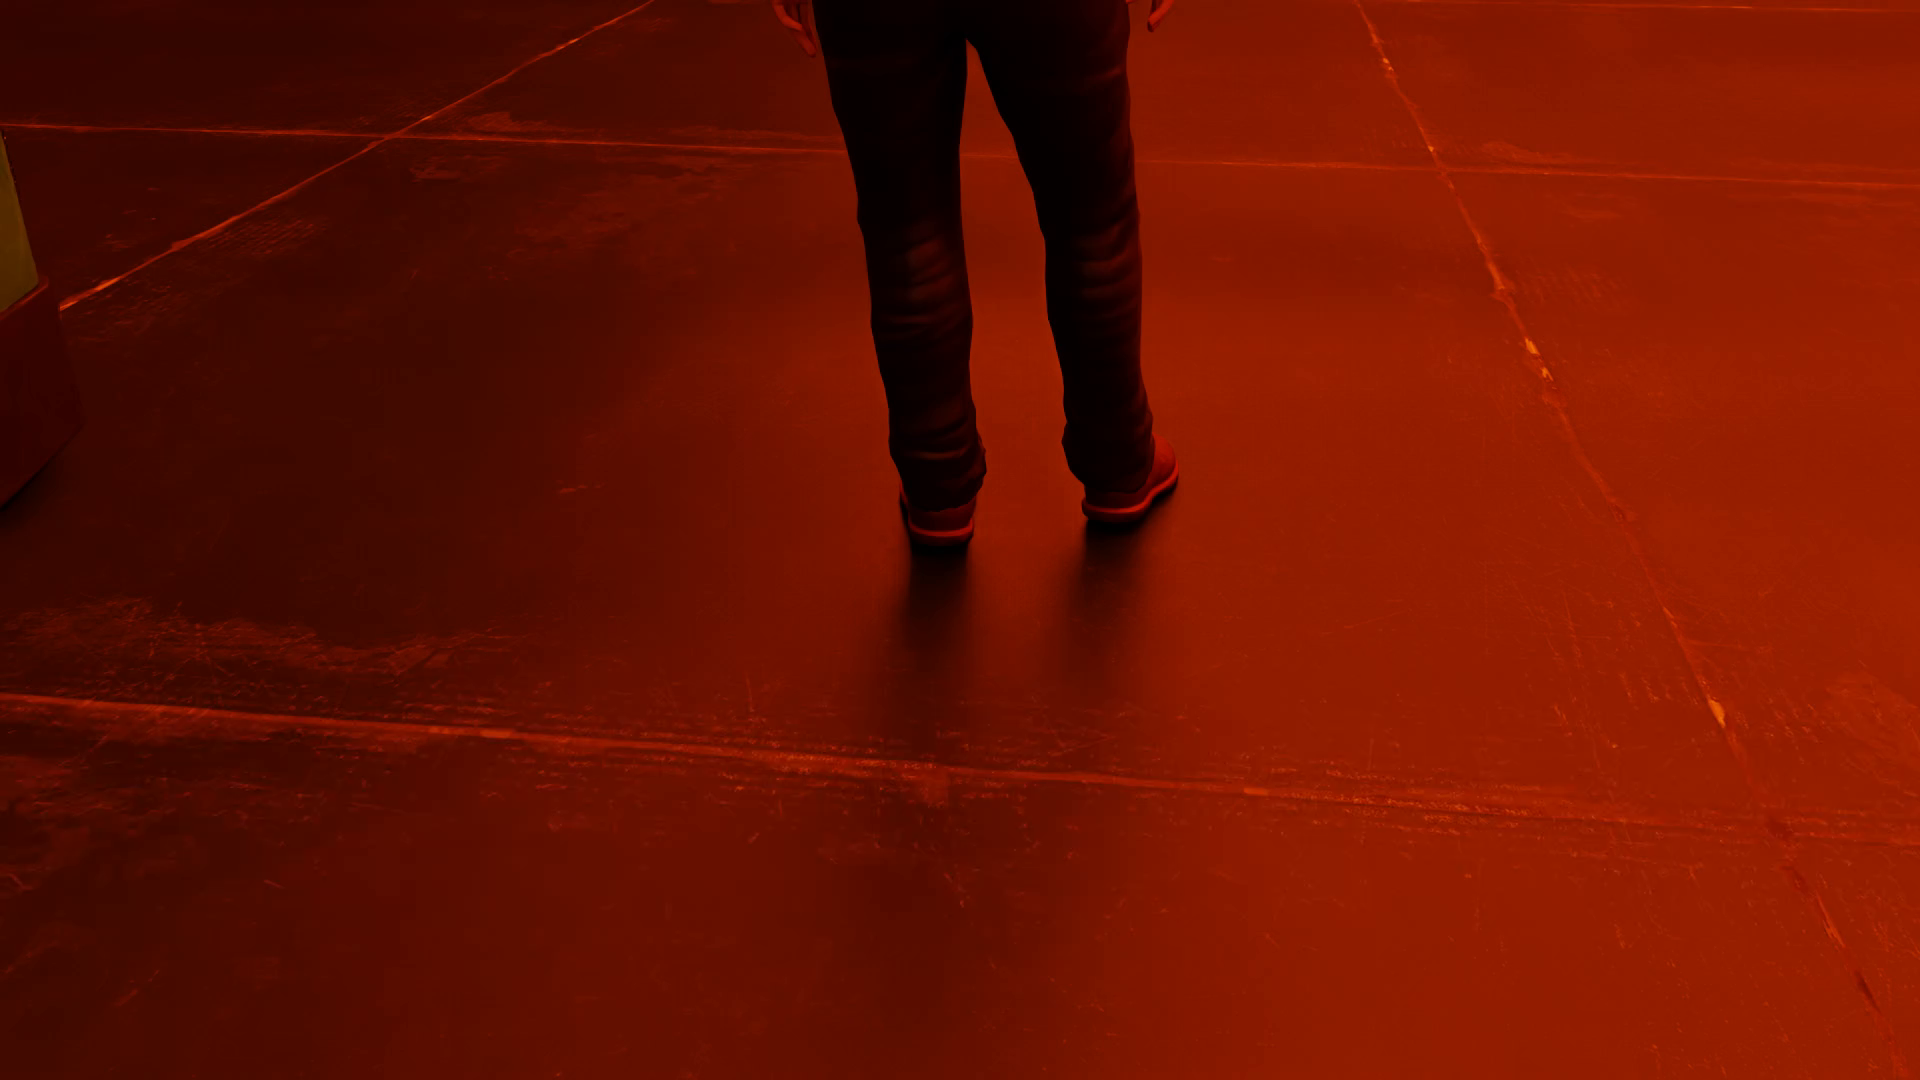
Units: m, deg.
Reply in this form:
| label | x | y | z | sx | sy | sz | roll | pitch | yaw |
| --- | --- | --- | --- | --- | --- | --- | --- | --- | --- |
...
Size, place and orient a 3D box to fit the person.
| label | x | y | z | sx | sy | sz | roll | pitch | yaw |
| --- | --- | --- | --- | --- | --- | --- | --- | --- | --- |
| person | 0.035 | -0.782 | 2.206 | 0.598 | 1.651 | 0.502 | 3 | 27 | 7 |

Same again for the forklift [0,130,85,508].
| label | x | y | z | sx | sy | sz | roll | pitch | yaw |
| --- | --- | --- | --- | --- | --- | --- | --- | --- | --- |
| forklift | -2.903 | -1.187 | 1.595 | 3.031 | 2.935 | 1.130 | -2 | 27 | -4 |
